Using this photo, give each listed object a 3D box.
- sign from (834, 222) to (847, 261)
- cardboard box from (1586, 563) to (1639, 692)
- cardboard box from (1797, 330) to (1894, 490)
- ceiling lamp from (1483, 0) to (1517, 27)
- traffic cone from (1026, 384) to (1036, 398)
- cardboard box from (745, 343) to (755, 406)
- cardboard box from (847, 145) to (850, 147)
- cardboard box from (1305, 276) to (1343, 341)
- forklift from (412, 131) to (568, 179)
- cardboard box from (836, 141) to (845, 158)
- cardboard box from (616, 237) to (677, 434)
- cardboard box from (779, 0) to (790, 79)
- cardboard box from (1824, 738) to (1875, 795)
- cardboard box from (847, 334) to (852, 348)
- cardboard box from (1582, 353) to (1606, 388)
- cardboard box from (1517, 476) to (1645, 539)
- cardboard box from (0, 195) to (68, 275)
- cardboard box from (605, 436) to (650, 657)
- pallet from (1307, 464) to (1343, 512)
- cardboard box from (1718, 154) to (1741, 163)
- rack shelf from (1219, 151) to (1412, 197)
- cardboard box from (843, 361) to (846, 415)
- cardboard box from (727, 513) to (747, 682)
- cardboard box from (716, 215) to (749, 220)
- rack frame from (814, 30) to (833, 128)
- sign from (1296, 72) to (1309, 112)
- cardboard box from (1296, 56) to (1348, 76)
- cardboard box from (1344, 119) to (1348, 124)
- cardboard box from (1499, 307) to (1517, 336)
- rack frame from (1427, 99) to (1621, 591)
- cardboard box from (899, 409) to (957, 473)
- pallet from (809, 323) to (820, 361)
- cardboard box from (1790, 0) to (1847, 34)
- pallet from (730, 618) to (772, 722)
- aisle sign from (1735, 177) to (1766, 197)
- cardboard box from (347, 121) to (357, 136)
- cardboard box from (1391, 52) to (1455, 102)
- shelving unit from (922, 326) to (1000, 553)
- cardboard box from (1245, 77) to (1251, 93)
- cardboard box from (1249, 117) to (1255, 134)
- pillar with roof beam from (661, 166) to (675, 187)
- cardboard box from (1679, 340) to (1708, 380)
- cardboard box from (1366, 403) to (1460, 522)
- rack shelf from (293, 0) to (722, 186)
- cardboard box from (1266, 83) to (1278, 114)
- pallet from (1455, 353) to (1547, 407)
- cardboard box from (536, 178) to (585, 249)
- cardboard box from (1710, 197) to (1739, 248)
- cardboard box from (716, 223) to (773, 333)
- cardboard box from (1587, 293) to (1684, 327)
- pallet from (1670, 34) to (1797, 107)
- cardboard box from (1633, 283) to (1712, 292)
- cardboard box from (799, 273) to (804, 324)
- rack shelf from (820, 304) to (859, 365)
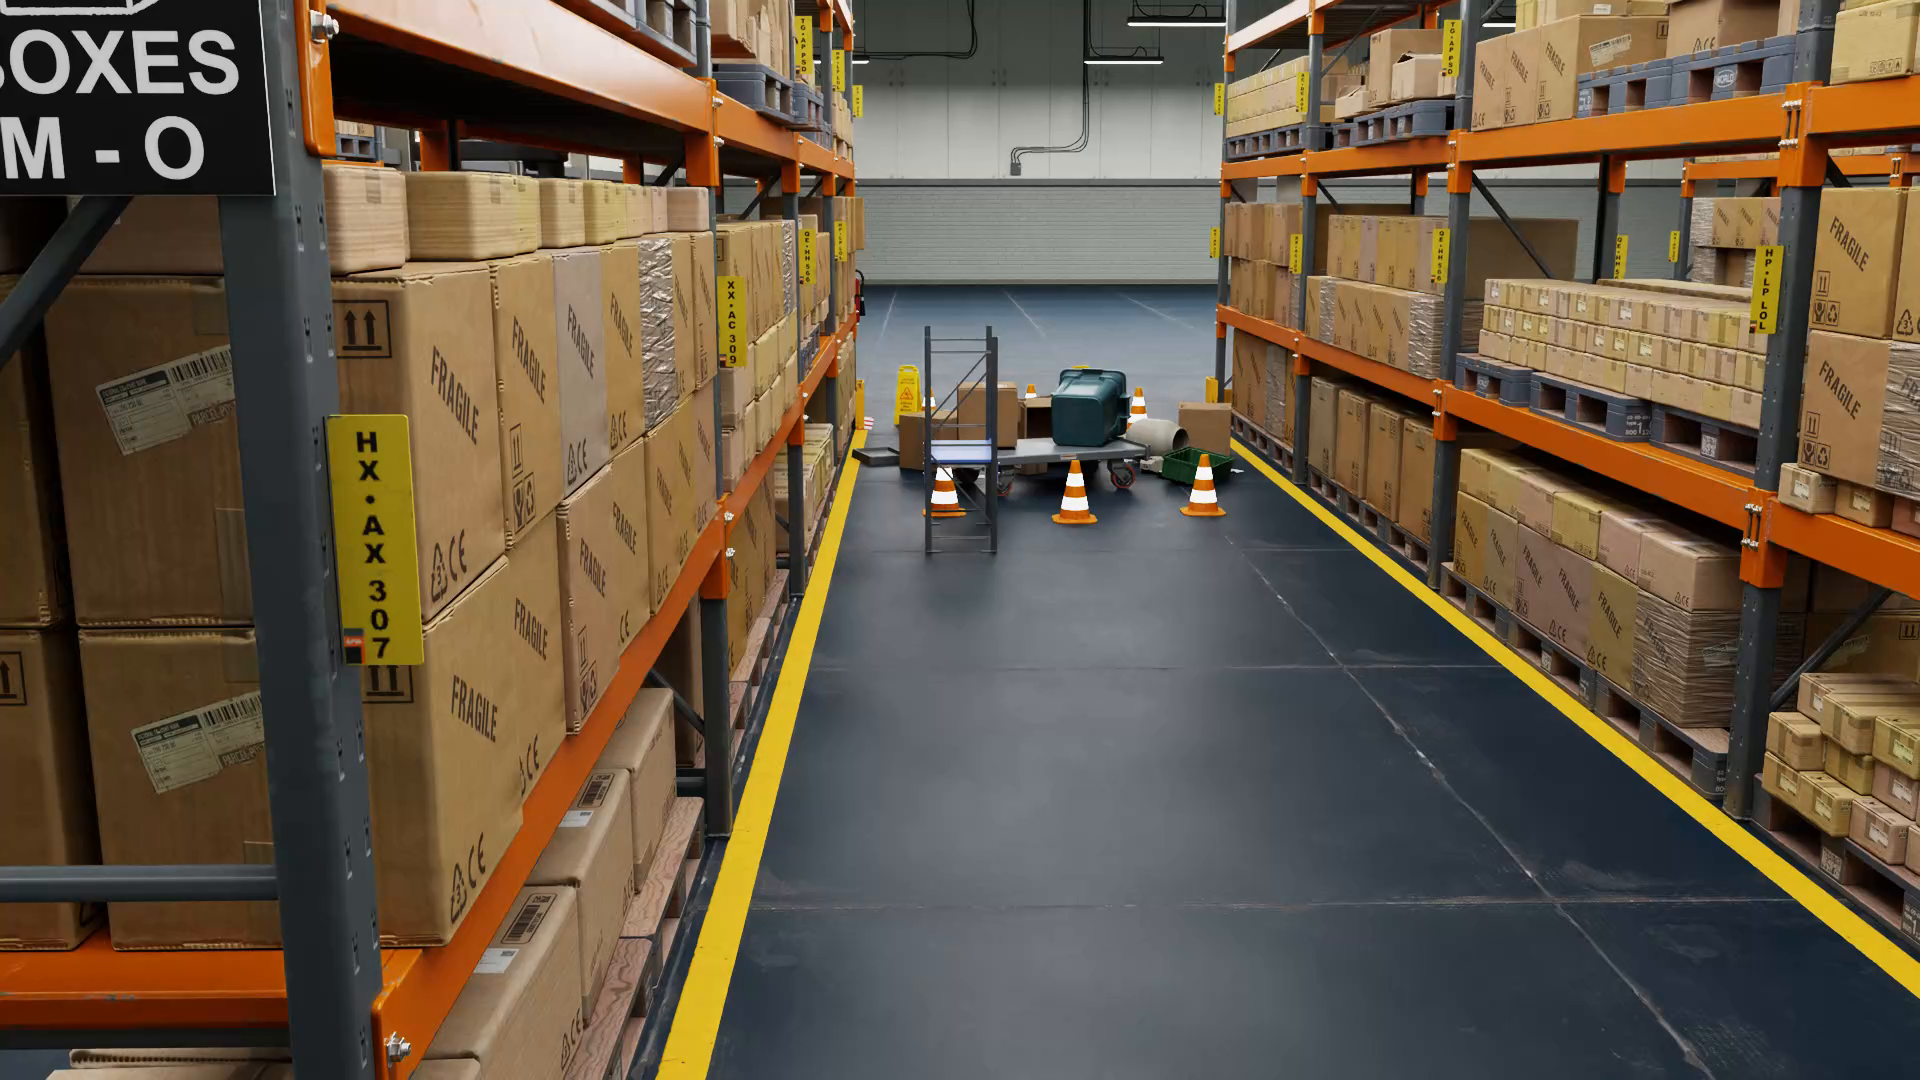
[{"bbox_3d":[-0.995,-2.490,13.874,0.100,0.325,0.005,0,11,-1],"label":"sign"},{"bbox_3d":[3.285,0.402,7.764,0.500,0.500,0.500,-1,11,-2],"label":"cardboard box"},{"bbox_3d":[3.321,-0.465,5.805,0.500,0.500,0.500,0,11,-2],"label":"cardboard box"},{"bbox_3d":[11.362,-11.815,32.983,2.000,3.185,0.800,0,11,-1],"label":"ceiling lamp"},{"bbox_3d":[0.769,-1.463,18.106,0.336,0.463,0.334,0,11,-1],"label":"traffic cone"},{"bbox_3d":[-1.151,-0.692,7.048,0.500,0.250,0.500,0,11,0],"label":"cardboard box"},{"bbox_3d":[-1.357,-4.056,16.591,0.500,0.250,0.500,0,11,-2],"label":"cardboard box"},{"bbox_3d":[3.139,-1.903,13.643,0.500,0.500,0.500,0,11,-1],"label":"cardboard box"},{"bbox_3d":[-3.044,-1.403,11.604,1.130,2.935,3.031,0,11,0],"label":"forklift"},{"bbox_3d":[-1.250,-3.586,15.276,0.380,0.149,0.250,0,11,-2],"label":"cardboard box"},{"bbox_3d":[-1.076,-0.573,4.574,0.500,0.500,0.500,0,11,0],"label":"cardboard box"},{"bbox_3d":[-1.257,-2.653,8.739,0.700,0.500,0.500,-1,11,-4],"label":"cardboard box"},{"bbox_3d":[3.345,0.800,5.939,0.380,0.149,0.250,0,11,-1],"label":"cardboard box"},{"bbox_3d":[-1.279,-1.977,16.602,0.380,0.149,0.250,0,11,0],"label":"cardboard box"},{"bbox_3d":[3.320,-0.842,8.241,0.380,0.149,0.250,-1,11,-3],"label":"cardboard box"},{"bbox_3d":[3.260,-0.175,8.724,0.500,0.250,0.500,0,11,-1],"label":"cardboard box"},{"bbox_3d":[-1.510,-0.461,2.390,0.380,0.149,0.250,0,11,0],"label":"cardboard box"},{"bbox_3d":[-1.083,0.020,4.167,0.500,0.500,0.500,0,11,1],"label":"cardboard box"},{"bbox_3d":[3.488,-0.440,13.696,1.003,0.211,1.213,0,11,-1],"label":"pallet"},{"bbox_3d":[8.044,-3.952,16.828,0.500,0.250,0.500,0,11,-2],"label":"cardboard box"},{"bbox_3d":[3.356,-3.475,15.906,1.077,0.370,4.000,0,11,-1],"label":"rack shelf"},{"bbox_3d":[-1.315,-1.370,15.239,0.500,0.500,0.500,0,11,1],"label":"cardboard box"},{"bbox_3d":[-1.504,0.204,7.796,0.875,0.875,0.875,0,11,0],"label":"cardboard box"},{"bbox_3d":[-1.768,-2.327,12.298,0.380,0.149,0.250,0,11,2],"label":"cardboard box"},{"bbox_3d":[-1.550,-4.859,13.378,1.000,3.000,0.127,0,11,-1],"label":"rack frame"},{"bbox_3d":[2.842,-3.719,13.803,0.100,0.325,0.005,0,11,-1],"label":"sign"},{"bbox_3d":[3.071,-4.023,14.121,0.380,0.149,0.250,0,11,-2],"label":"cardboard box"},{"bbox_3d":[3.706,-3.837,15.209,0.380,0.149,0.250,0,11,-2],"label":"cardboard box"},{"bbox_3d":[3.297,-1.242,9.464,0.380,0.149,0.250,0,11,2],"label":"cardboard box"},{"bbox_3d":[3.480,-1.164,10.254,1.000,3.000,0.127,0,11,-1],"label":"rack frame"},{"bbox_3d":[-0.212,-0.914,15.300,0.500,0.500,0.500,9,15,38],"label":"cardboard box"},{"bbox_3d":[-1.549,-1.423,12.013,1.003,0.211,1.213,0,11,-1],"label":"pallet"},{"bbox_3d":[3.664,-2.170,6.358,0.700,0.500,0.500,0,11,-1],"label":"cardboard box"},{"bbox_3d":[-1.504,0.642,8.366,1.003,0.211,1.213,0,11,-1],"label":"pallet"},{"bbox_3d":[8.574,-4.043,17.902,0.394,0.787,0.004,0,11,-1],"label":"aisle sign"},{"bbox_3d":[-6.274,-4.131,16.659,0.380,0.149,0.250,-1,11,-3],"label":"cardboard box"},{"bbox_3d":[3.158,-3.052,10.931,0.500,0.311,0.500,0,11,-1],"label":"cardboard box"},{"bbox_3d":[-0.002,-0.752,11.994,0.538,1.500,1.048,0,11,-1],"label":"shelving unit"},{"bbox_3d":[3.023,-4.477,16.359,0.380,0.149,0.250,0,11,-2],"label":"cardboard box"},{"bbox_3d":[3.027,-4.036,16.189,0.380,0.149,0.250,0,11,-2],"label":"cardboard box"},{"bbox_3d":[-3.798,-11.472,45.974,9.100,9.000,0.548,0,11,-1],"label":"pillar with roof beam"},{"bbox_3d":[3.348,-0.778,7.176,0.380,0.149,0.250,0,11,1],"label":"cardboard box"},{"bbox_3d":[3.536,-0.563,11.891,1.050,0.750,0.750,0,11,0],"label":"cardboard box"},{"bbox_3d":[-1.343,-1.049,3.949,1.077,0.370,4.000,0,11,-1],"label":"rack shelf"},{"bbox_3d":[3.112,-4.053,15.271,0.500,0.250,0.500,0,11,-2],"label":"cardboard box"},{"bbox_3d":[3.601,-0.929,9.577,1.213,0.211,1.003,0,11,-1],"label":"pallet"},{"bbox_3d":[-1.045,-0.720,3.667,0.380,0.149,0.250,0,11,-1],"label":"cardboard box"},{"bbox_3d":[8.018,-3.230,16.921,0.500,0.500,0.500,0,11,-1],"label":"cardboard box"},{"bbox_3d":[-1.169,-1.260,7.959,0.500,0.500,0.500,0,11,-2],"label":"cardboard box"},{"bbox_3d":[3.326,-1.135,8.189,0.380,0.149,0.250,0,11,-2],"label":"cardboard box"},{"bbox_3d":[3.656,-1.870,6.662,1.213,0.211,1.003,0,11,-1],"label":"pallet"},{"bbox_3d":[3.957,-1.341,9.204,0.380,0.149,0.250,0,11,1],"label":"cardboard box"},{"bbox_3d":[-1.245,-1.615,10.419,0.500,0.500,0.500,-1,11,-3],"label":"cardboard box"},{"bbox_3d":[-1.591,-1.964,16.005,1.077,0.370,4.000,0,11,-1],"label":"rack shelf"}]
